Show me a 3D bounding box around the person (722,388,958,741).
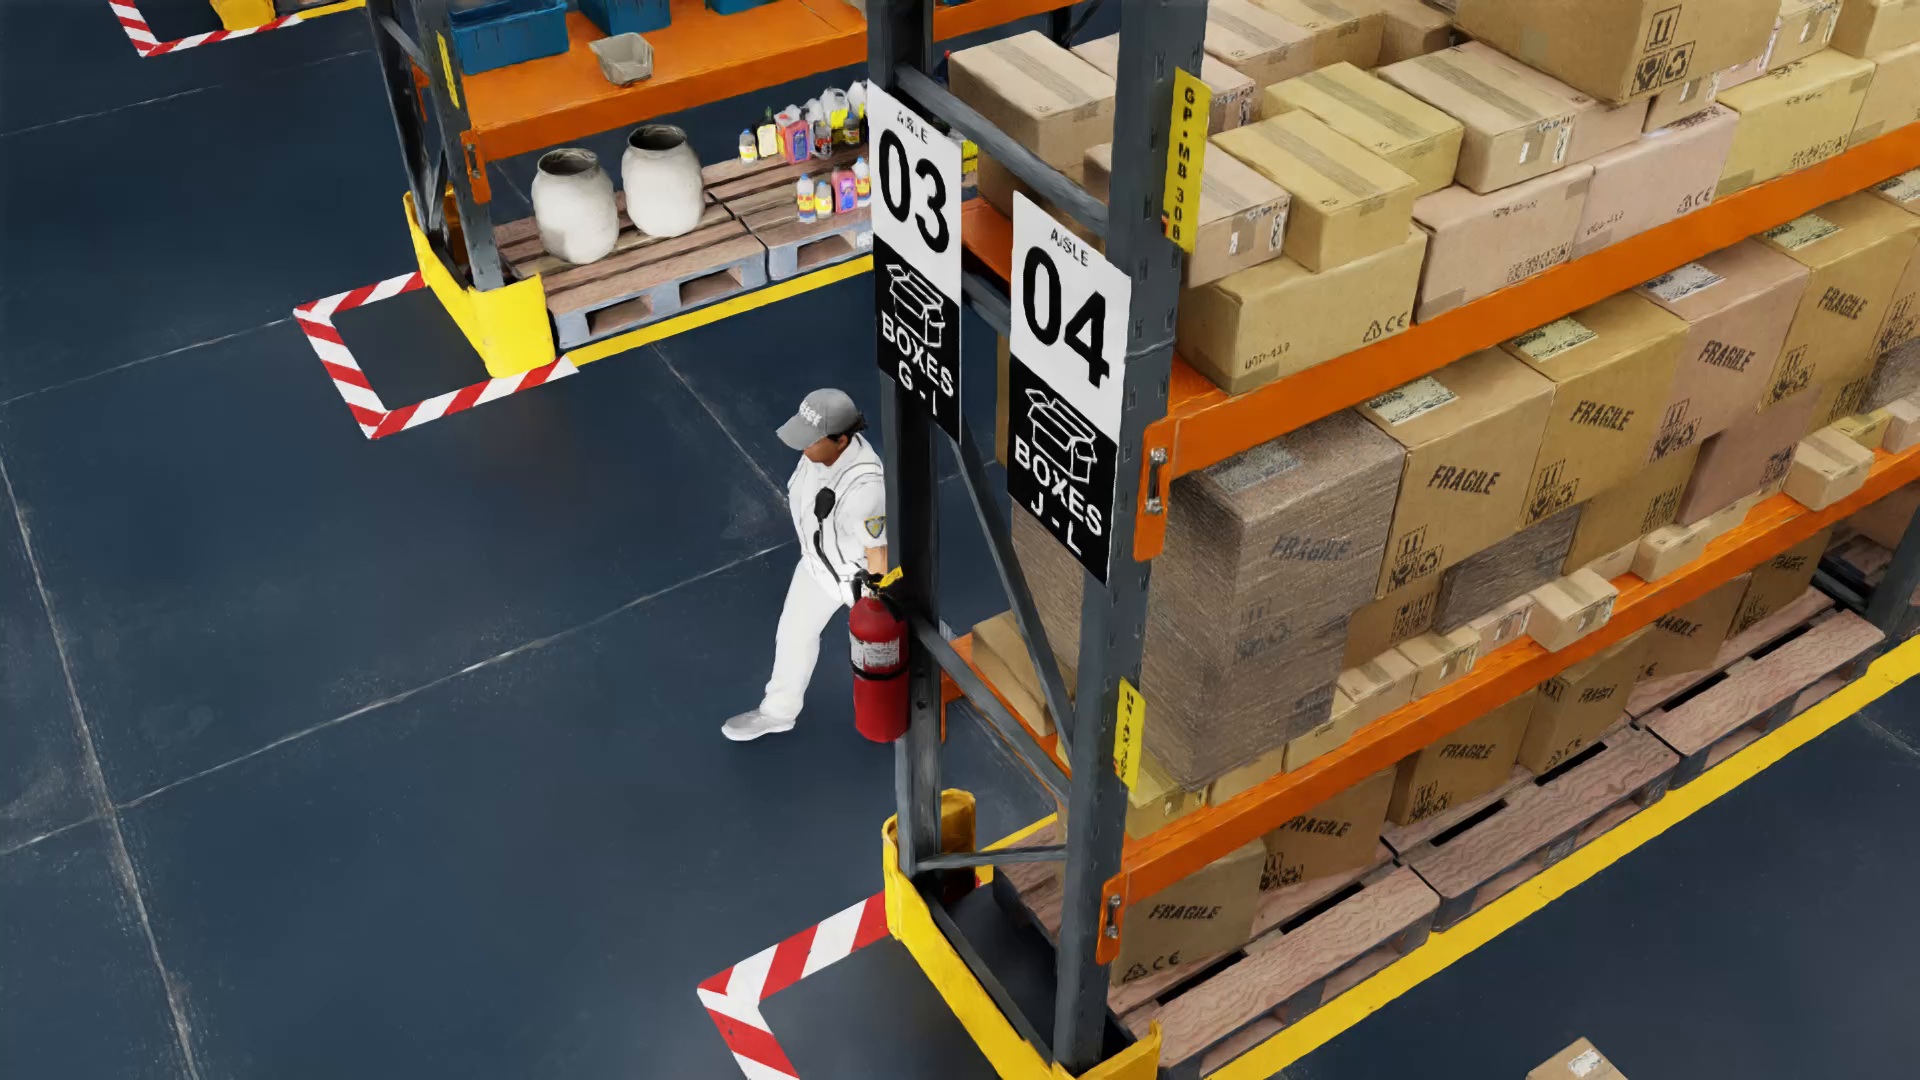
[{"bbox_3d":[-0.390,0.101,6.057,1.040,1.605,0.484,-24,46,-25],"label":"person"}]
